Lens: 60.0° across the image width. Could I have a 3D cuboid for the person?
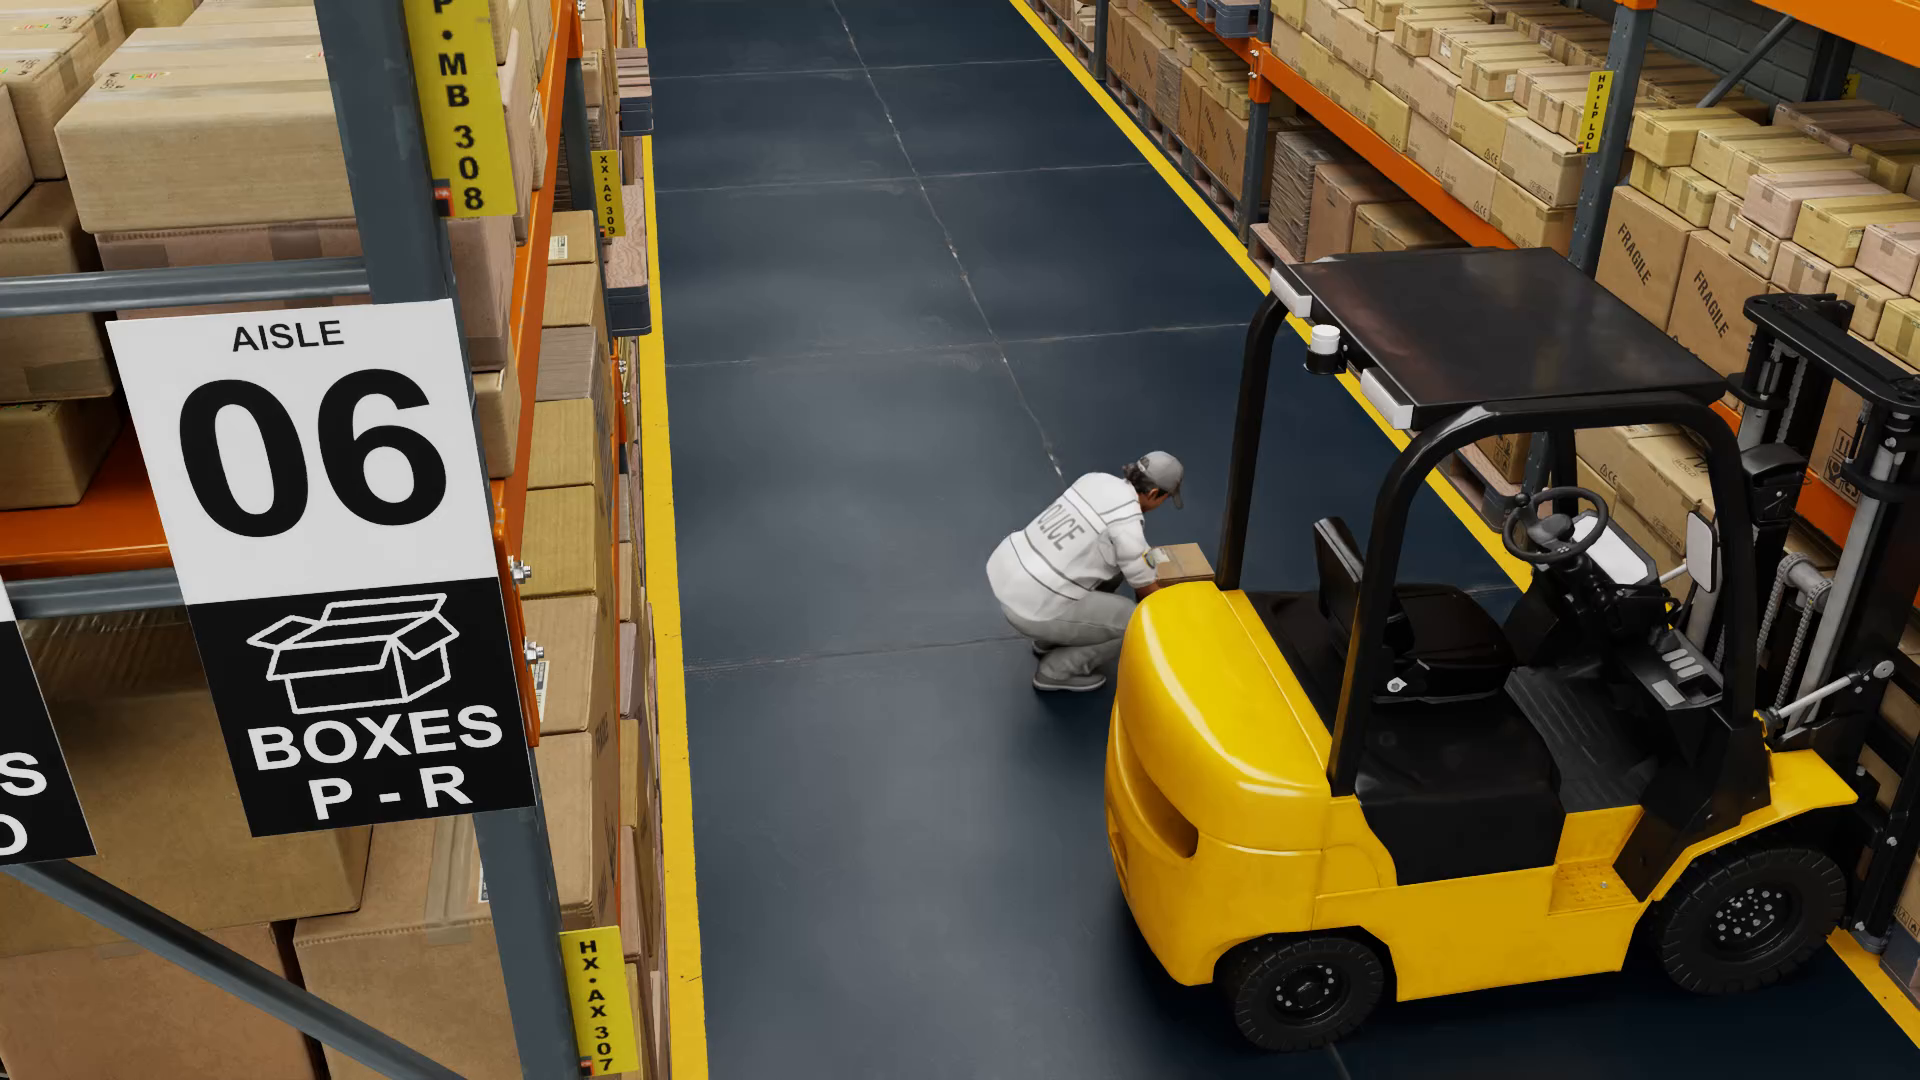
[{"bbox_3d":[0.535,0.110,6.675,0.849,0.931,0.532,-5,31,-9],"label":"person"}]
